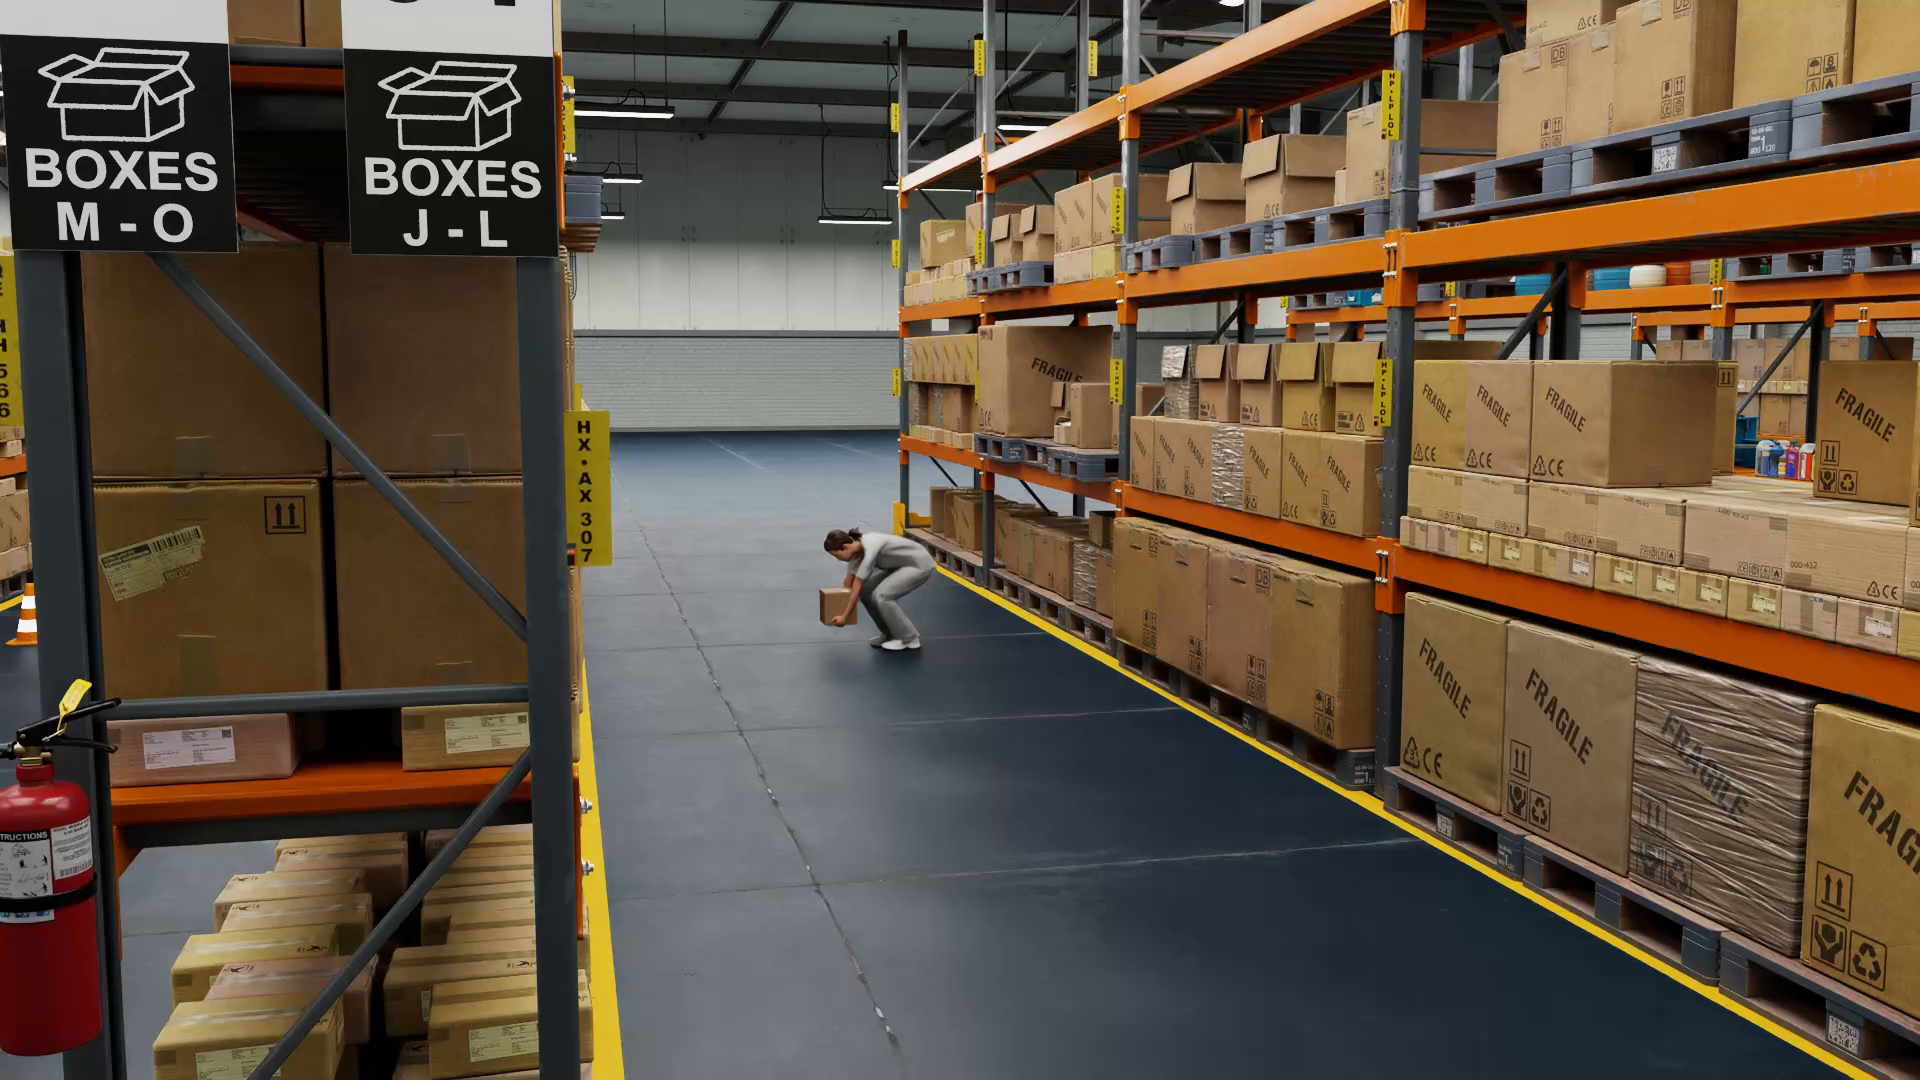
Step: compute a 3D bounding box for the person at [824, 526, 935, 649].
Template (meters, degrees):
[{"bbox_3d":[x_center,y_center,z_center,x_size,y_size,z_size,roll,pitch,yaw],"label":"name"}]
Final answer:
[{"bbox_3d":[-0.617,0.368,12.722,0.852,0.930,0.468,-2,6,-16],"label":"person"}]
